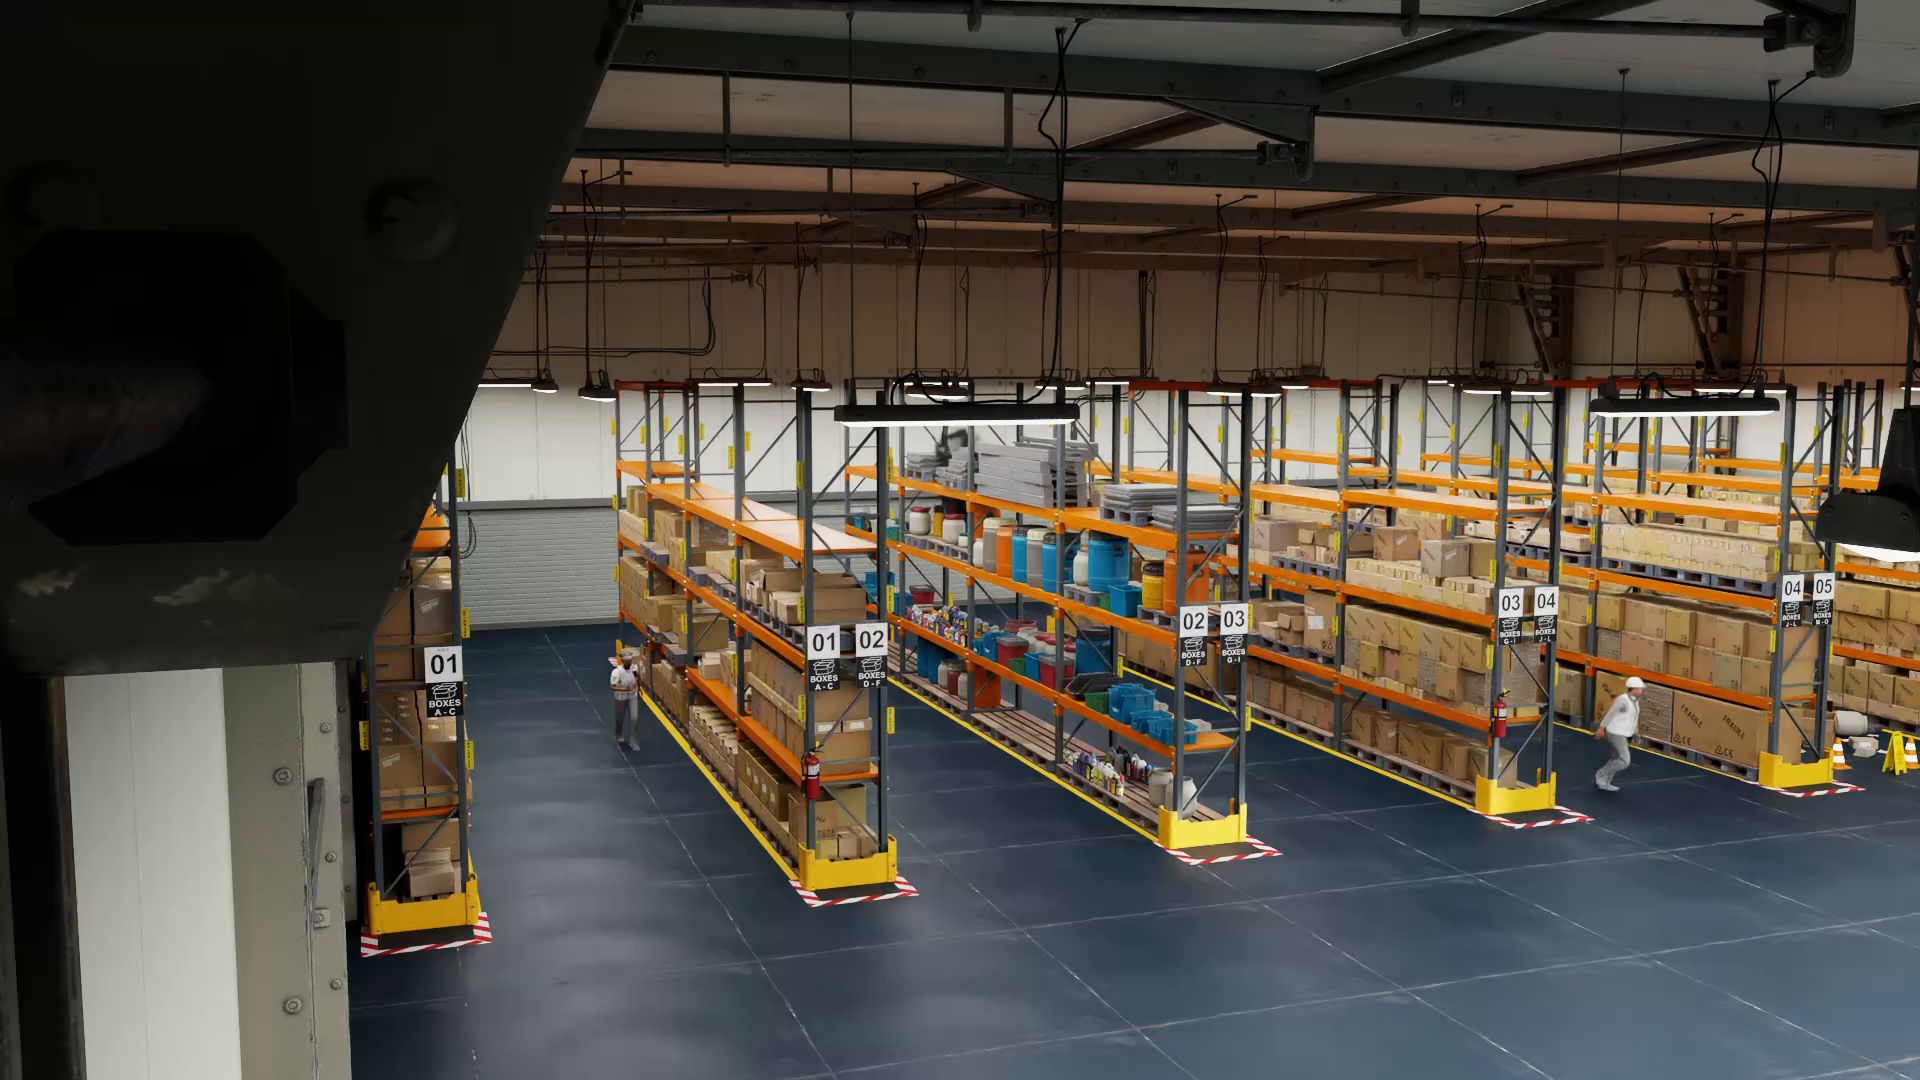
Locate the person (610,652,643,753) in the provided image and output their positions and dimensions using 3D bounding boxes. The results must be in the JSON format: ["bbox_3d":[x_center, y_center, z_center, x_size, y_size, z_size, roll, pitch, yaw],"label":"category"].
[{"bbox_3d":[-5.502,2.618,27.408,0.574,1.660,0.954,-3,7,-23],"label":"person"}]

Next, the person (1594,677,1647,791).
[{"bbox_3d":[9.797,2.875,24.640,0.615,1.726,0.675,5,8,38],"label":"person"}]
